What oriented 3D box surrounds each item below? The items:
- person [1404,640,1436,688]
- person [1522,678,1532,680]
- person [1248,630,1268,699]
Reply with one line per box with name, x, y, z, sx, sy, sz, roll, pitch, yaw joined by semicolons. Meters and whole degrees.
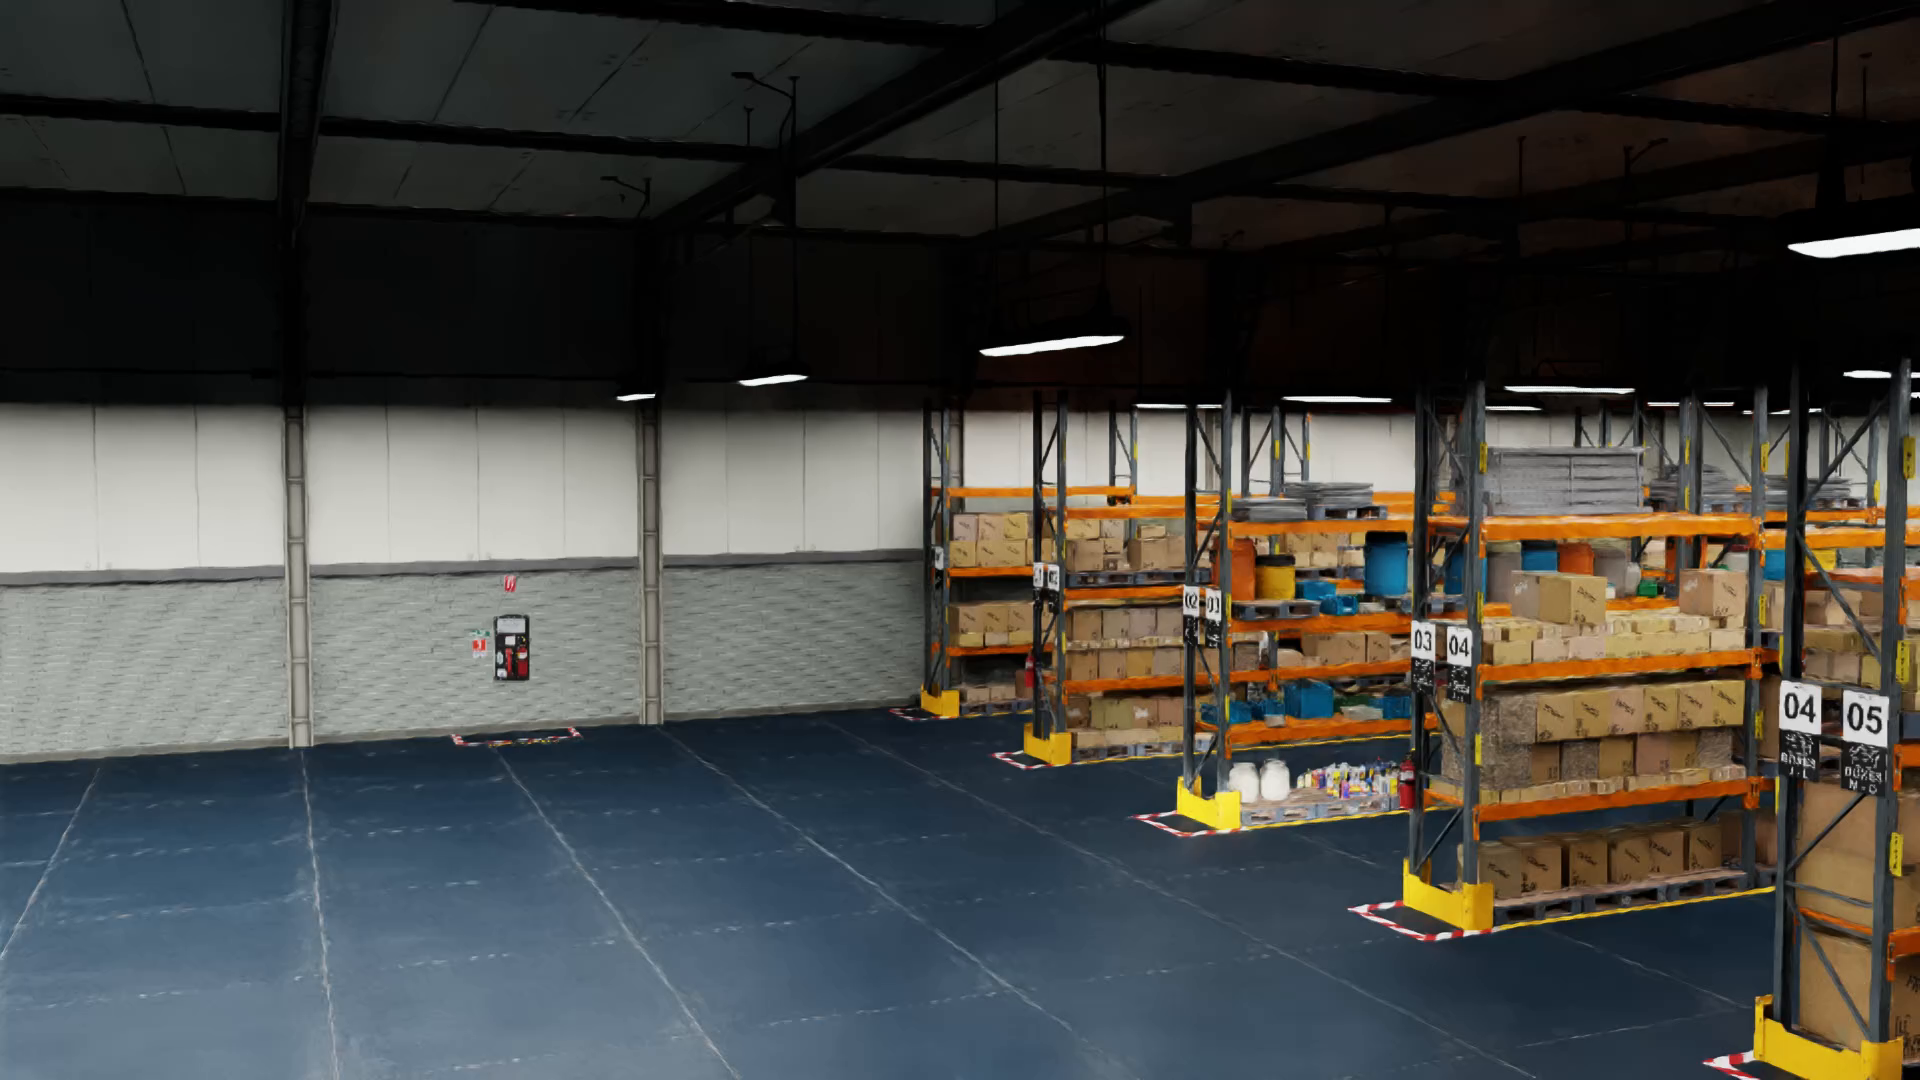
person;9.082;2.418;32.907;1.019;1.610;0.453;-1;4;-24
person;9.960;2.637;29.058;1.016;1.604;0.446;-2;4;-30
person;5.850;2.352;32.697;0.444;1.773;0.604;3;5;43
